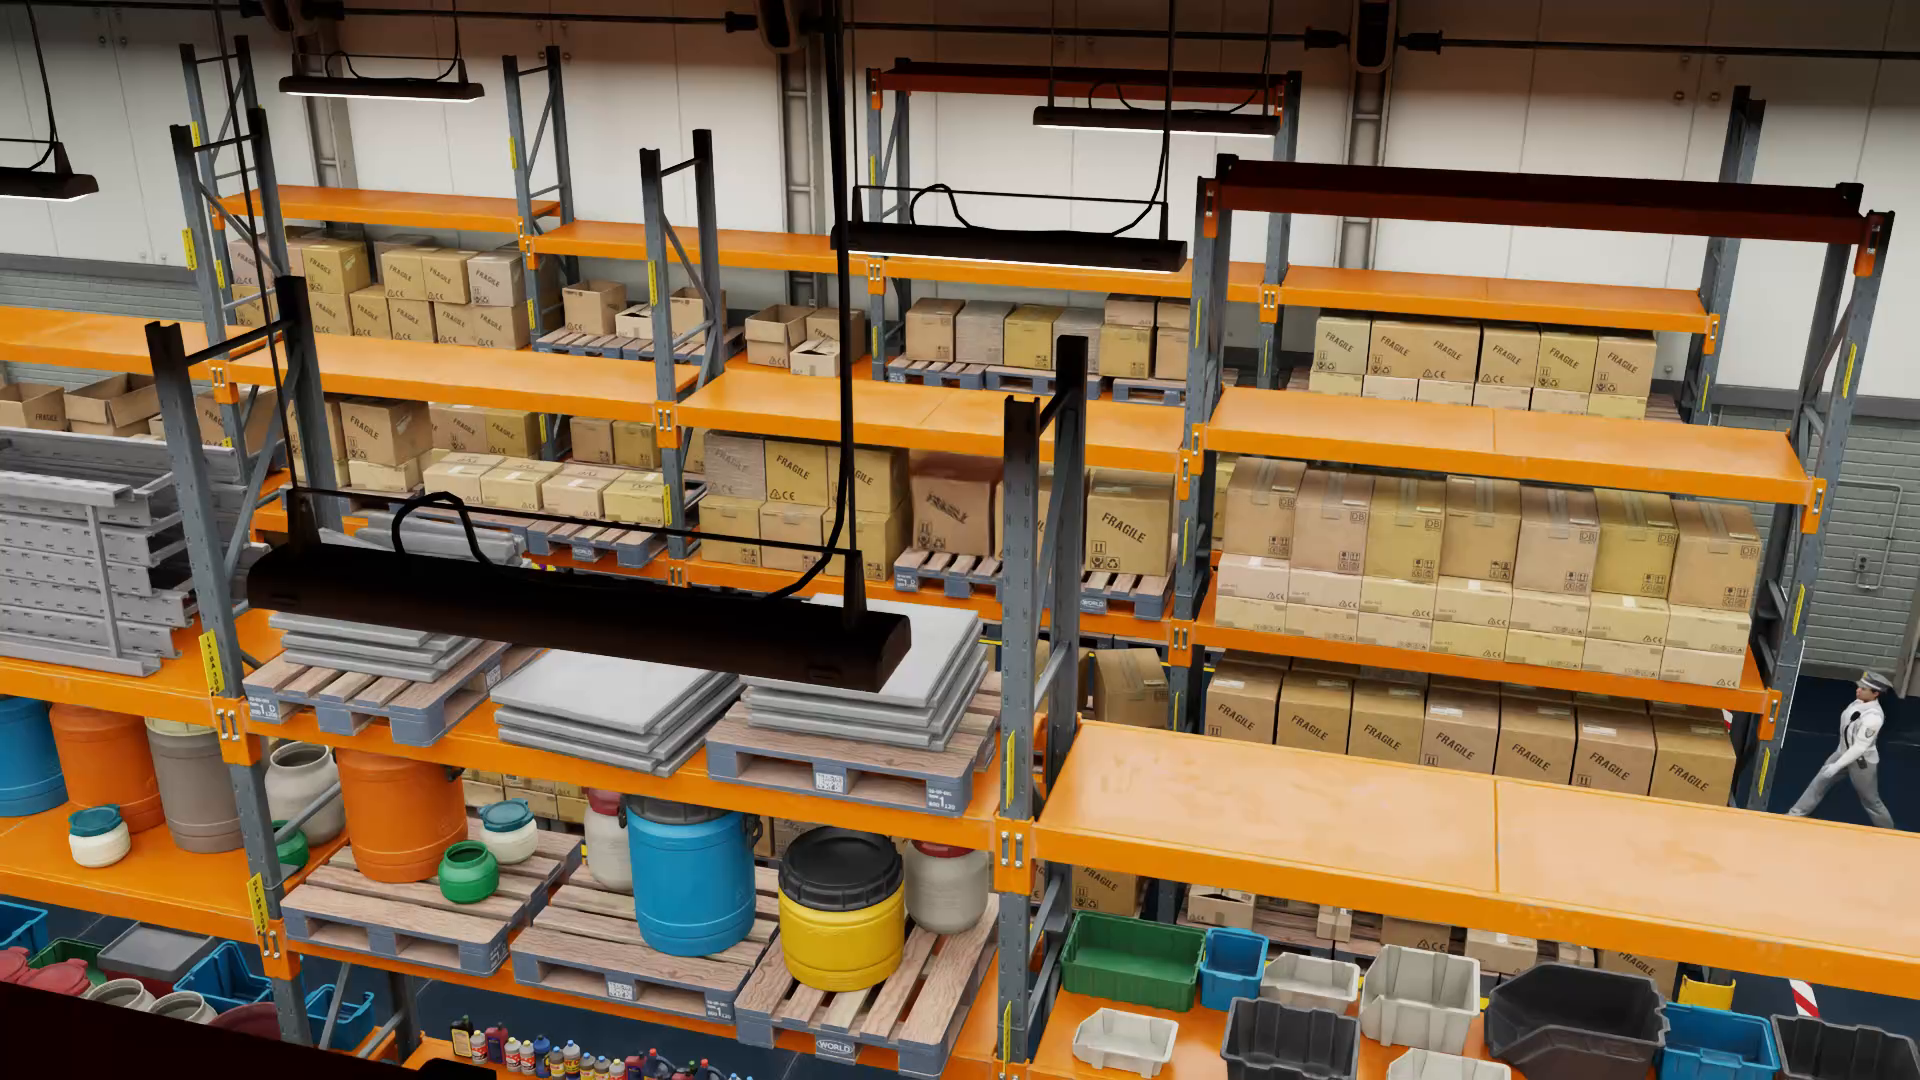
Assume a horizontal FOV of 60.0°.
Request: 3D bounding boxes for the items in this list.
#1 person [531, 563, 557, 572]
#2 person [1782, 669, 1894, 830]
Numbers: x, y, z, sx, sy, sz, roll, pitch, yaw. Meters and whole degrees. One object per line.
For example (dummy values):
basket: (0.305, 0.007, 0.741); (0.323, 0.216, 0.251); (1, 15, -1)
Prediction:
person: (-4.320, 0.645, 16.921); (0.471, 1.756, 0.603); (11, 25, 24)
person: (7.550, 1.839, 14.155); (1.038, 1.613, 0.529); (4, 23, 10)
